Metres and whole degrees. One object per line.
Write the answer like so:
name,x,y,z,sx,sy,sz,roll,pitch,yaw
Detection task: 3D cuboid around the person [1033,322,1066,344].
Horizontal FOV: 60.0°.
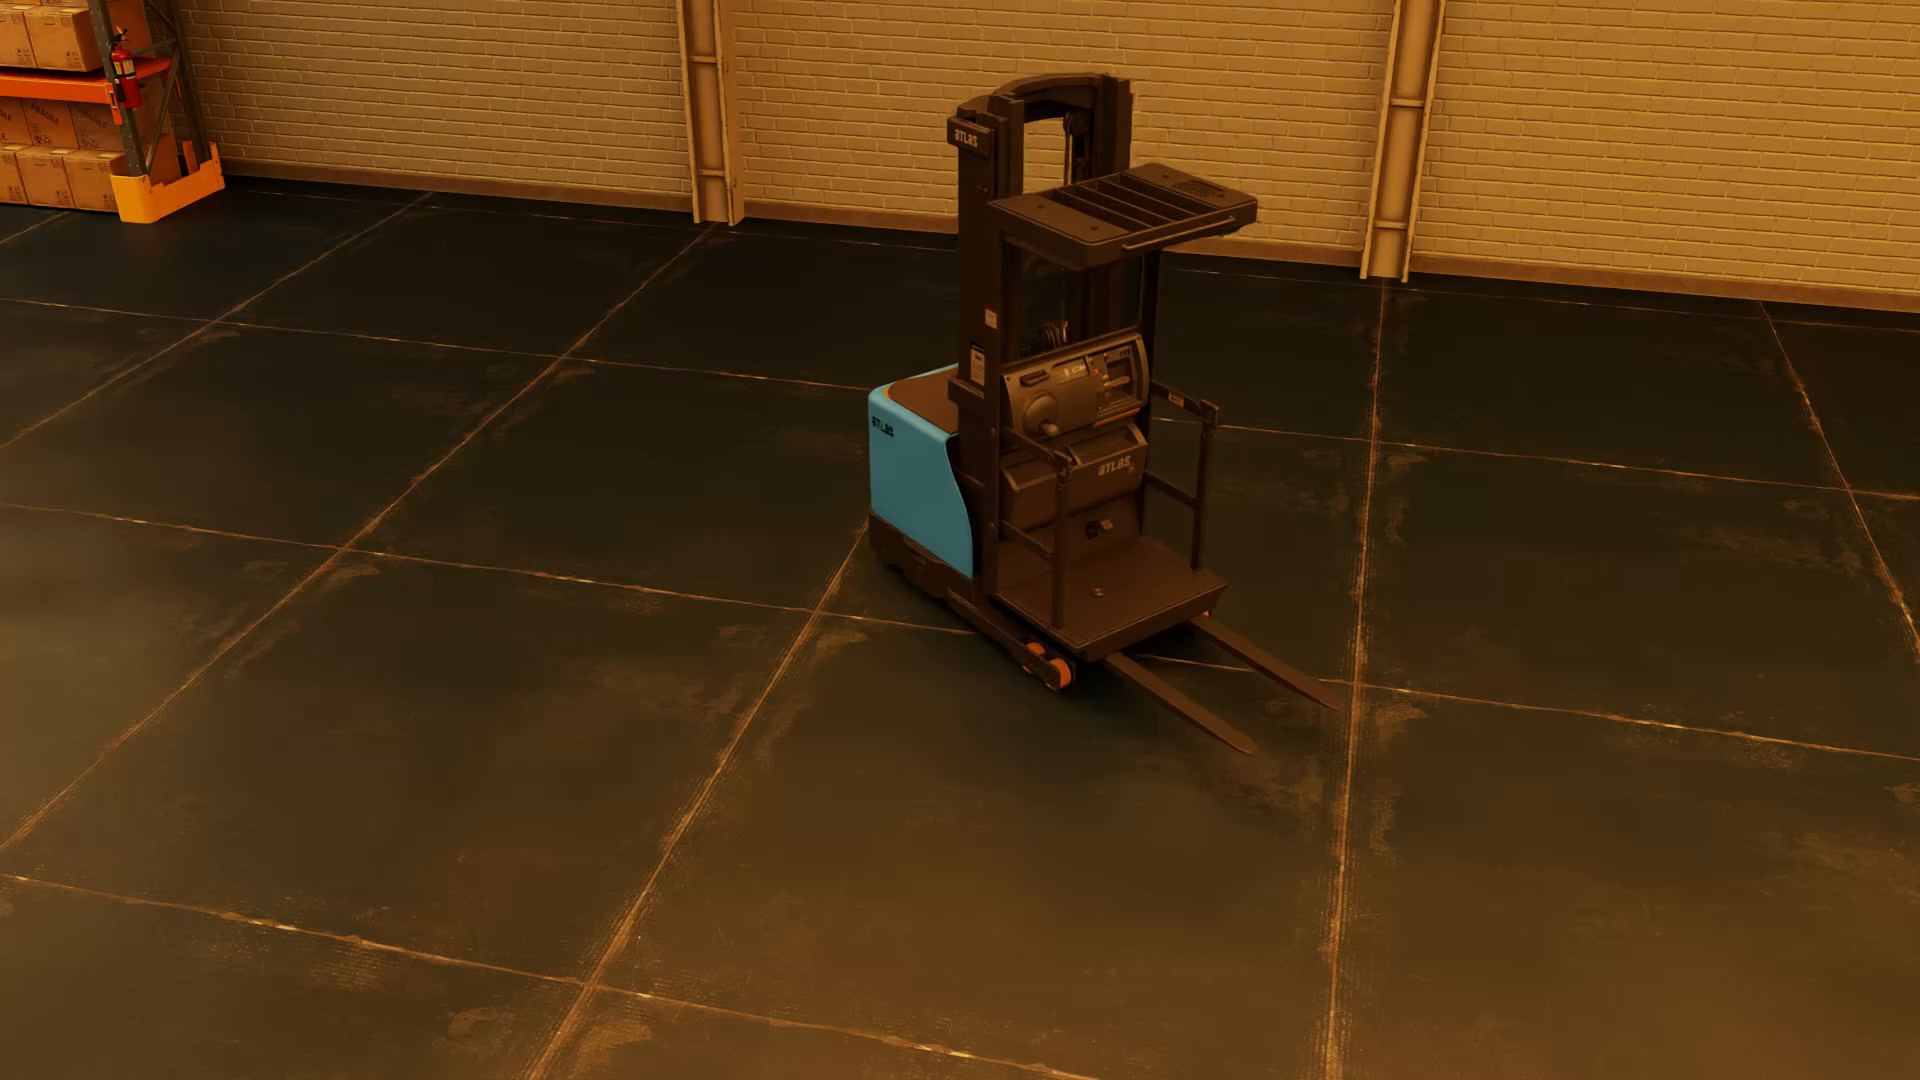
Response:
person,0.695,-0.675,9.851,0.819,1.562,0.887,7,30,13

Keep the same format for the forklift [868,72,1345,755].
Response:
forklift,0.740,-0.760,8.512,1.130,2.935,3.031,-20,35,-31
